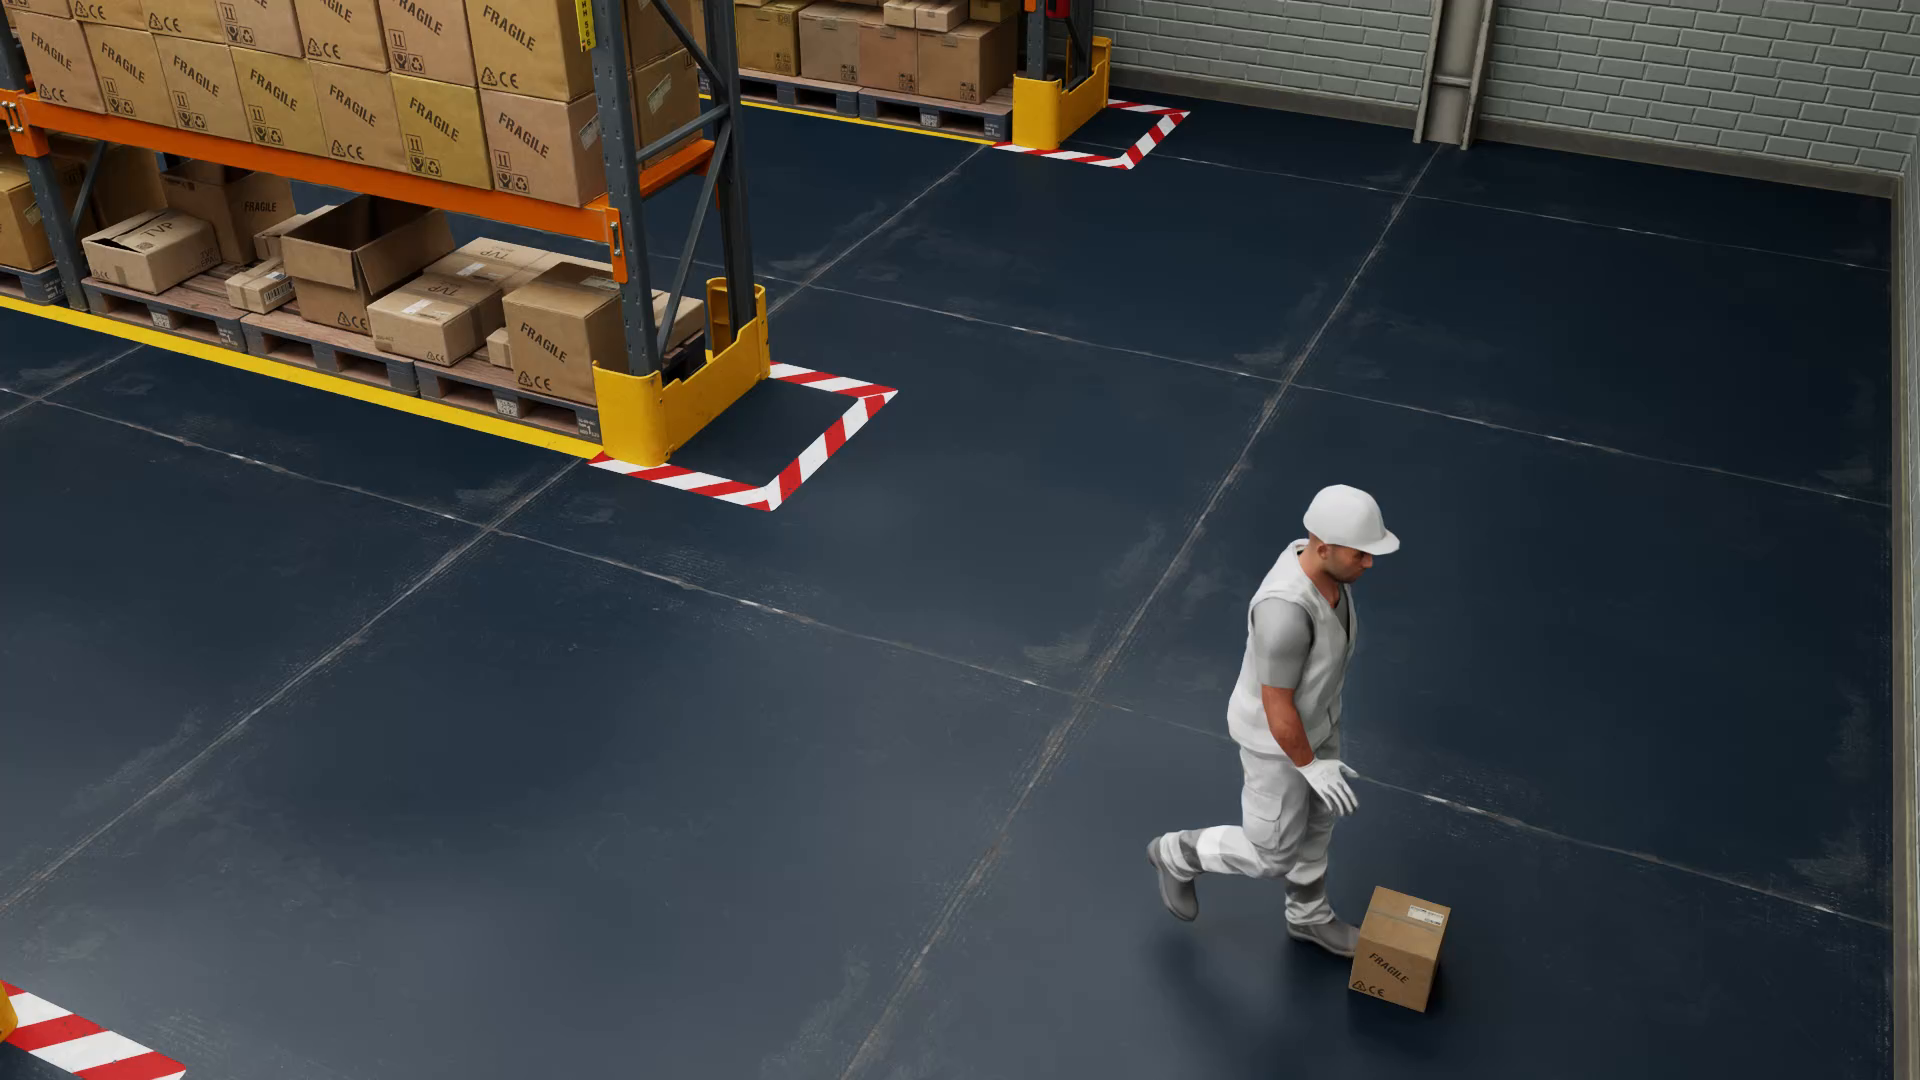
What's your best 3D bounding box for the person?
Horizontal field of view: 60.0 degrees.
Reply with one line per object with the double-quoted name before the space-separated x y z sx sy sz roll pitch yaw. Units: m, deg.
"person" 1.015 0.591 5.211 0.770 1.779 0.537 19 38 26
